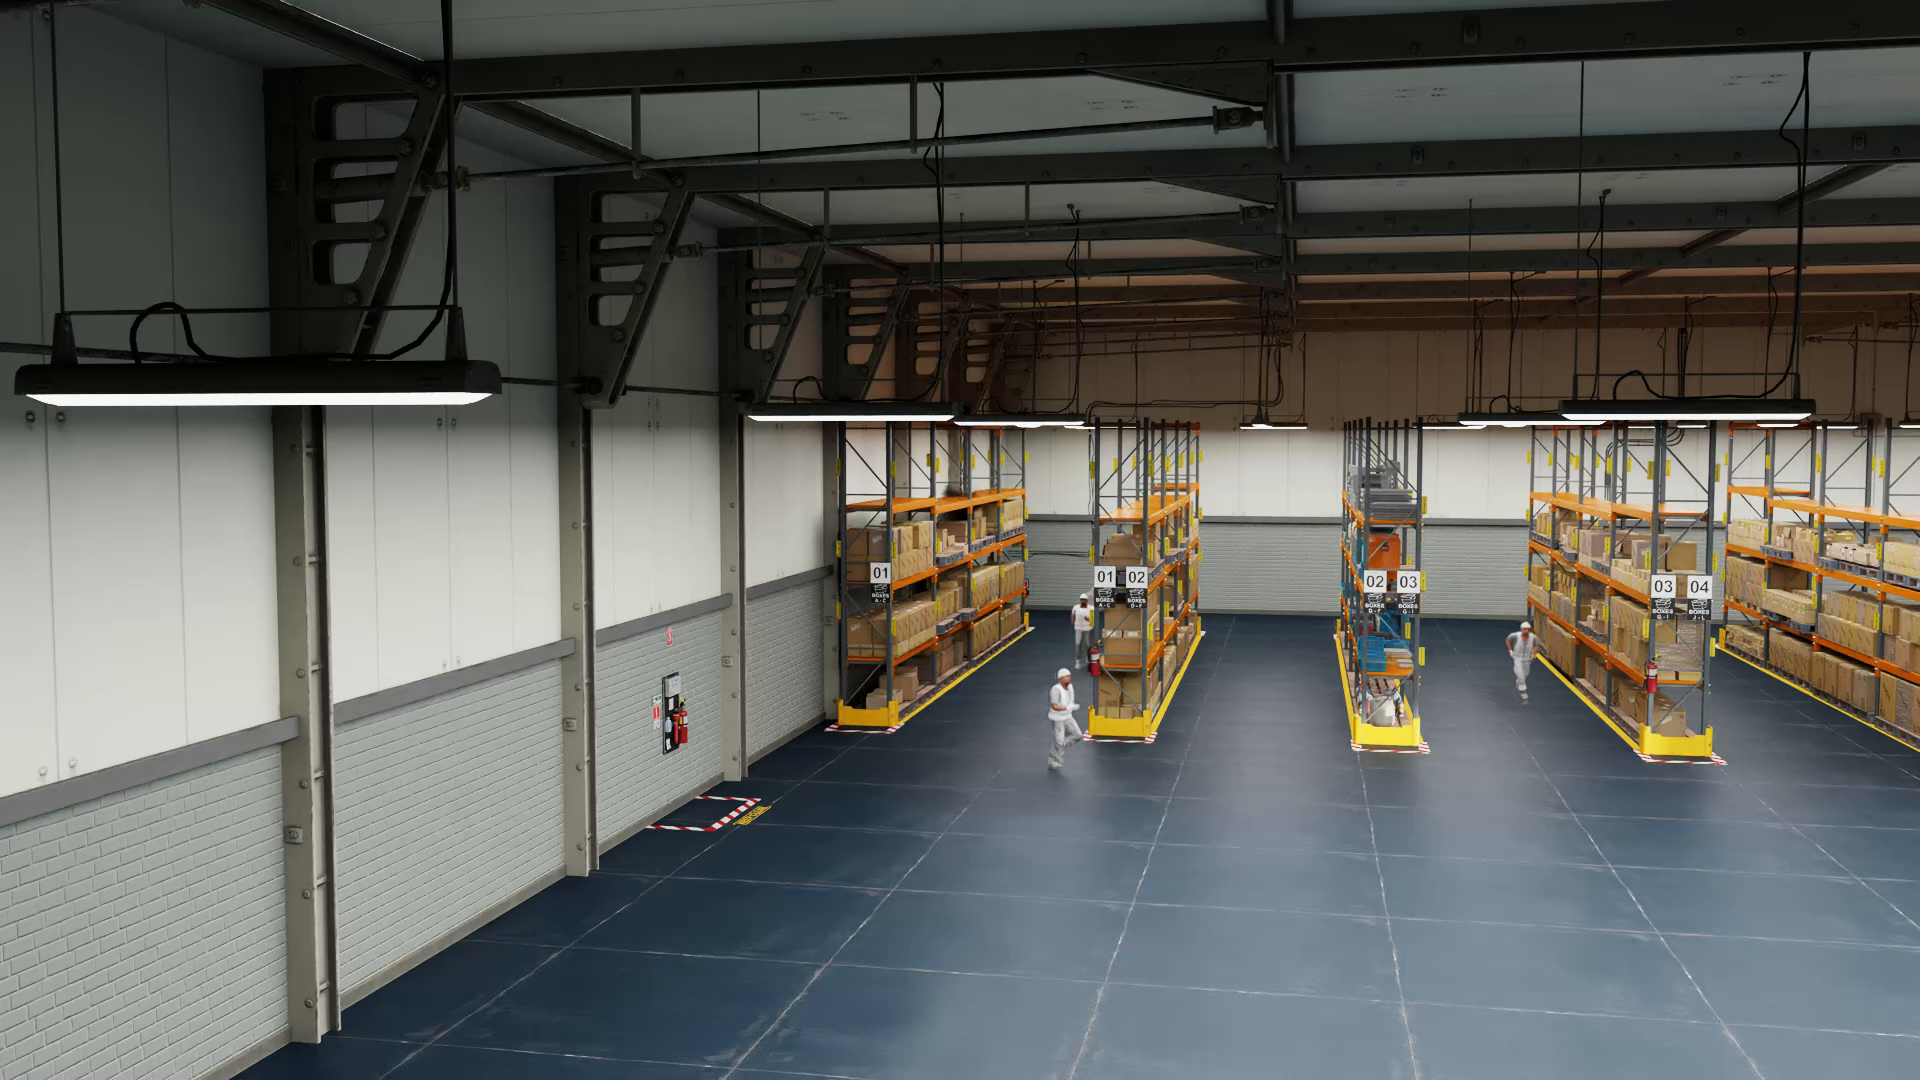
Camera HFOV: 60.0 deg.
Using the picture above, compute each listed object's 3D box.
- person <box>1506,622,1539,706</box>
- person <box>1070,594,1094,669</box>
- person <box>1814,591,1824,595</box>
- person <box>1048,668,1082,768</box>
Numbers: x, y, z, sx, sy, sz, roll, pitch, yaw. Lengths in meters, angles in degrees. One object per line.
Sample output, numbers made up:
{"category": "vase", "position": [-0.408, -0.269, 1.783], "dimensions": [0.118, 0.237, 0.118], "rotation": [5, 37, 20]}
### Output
{"category": "person", "position": [11.913, 2.588, 35.302], "dimensions": [0.670, 1.780, 0.996], "rotation": [1, 4, 8]}
{"category": "person", "position": [2.994, 2.192, 40.368], "dimensions": [0.685, 1.781, 0.922], "rotation": [1, 4, 13]}
{"category": "person", "position": [21.829, 2.104, 42.384], "dimensions": [0.605, 1.691, 0.930], "rotation": [0, 4, 7]}
{"category": "person", "position": [1.774, 3.017, 28.097], "dimensions": [0.720, 1.722, 0.726], "rotation": [3, 5, 39]}
